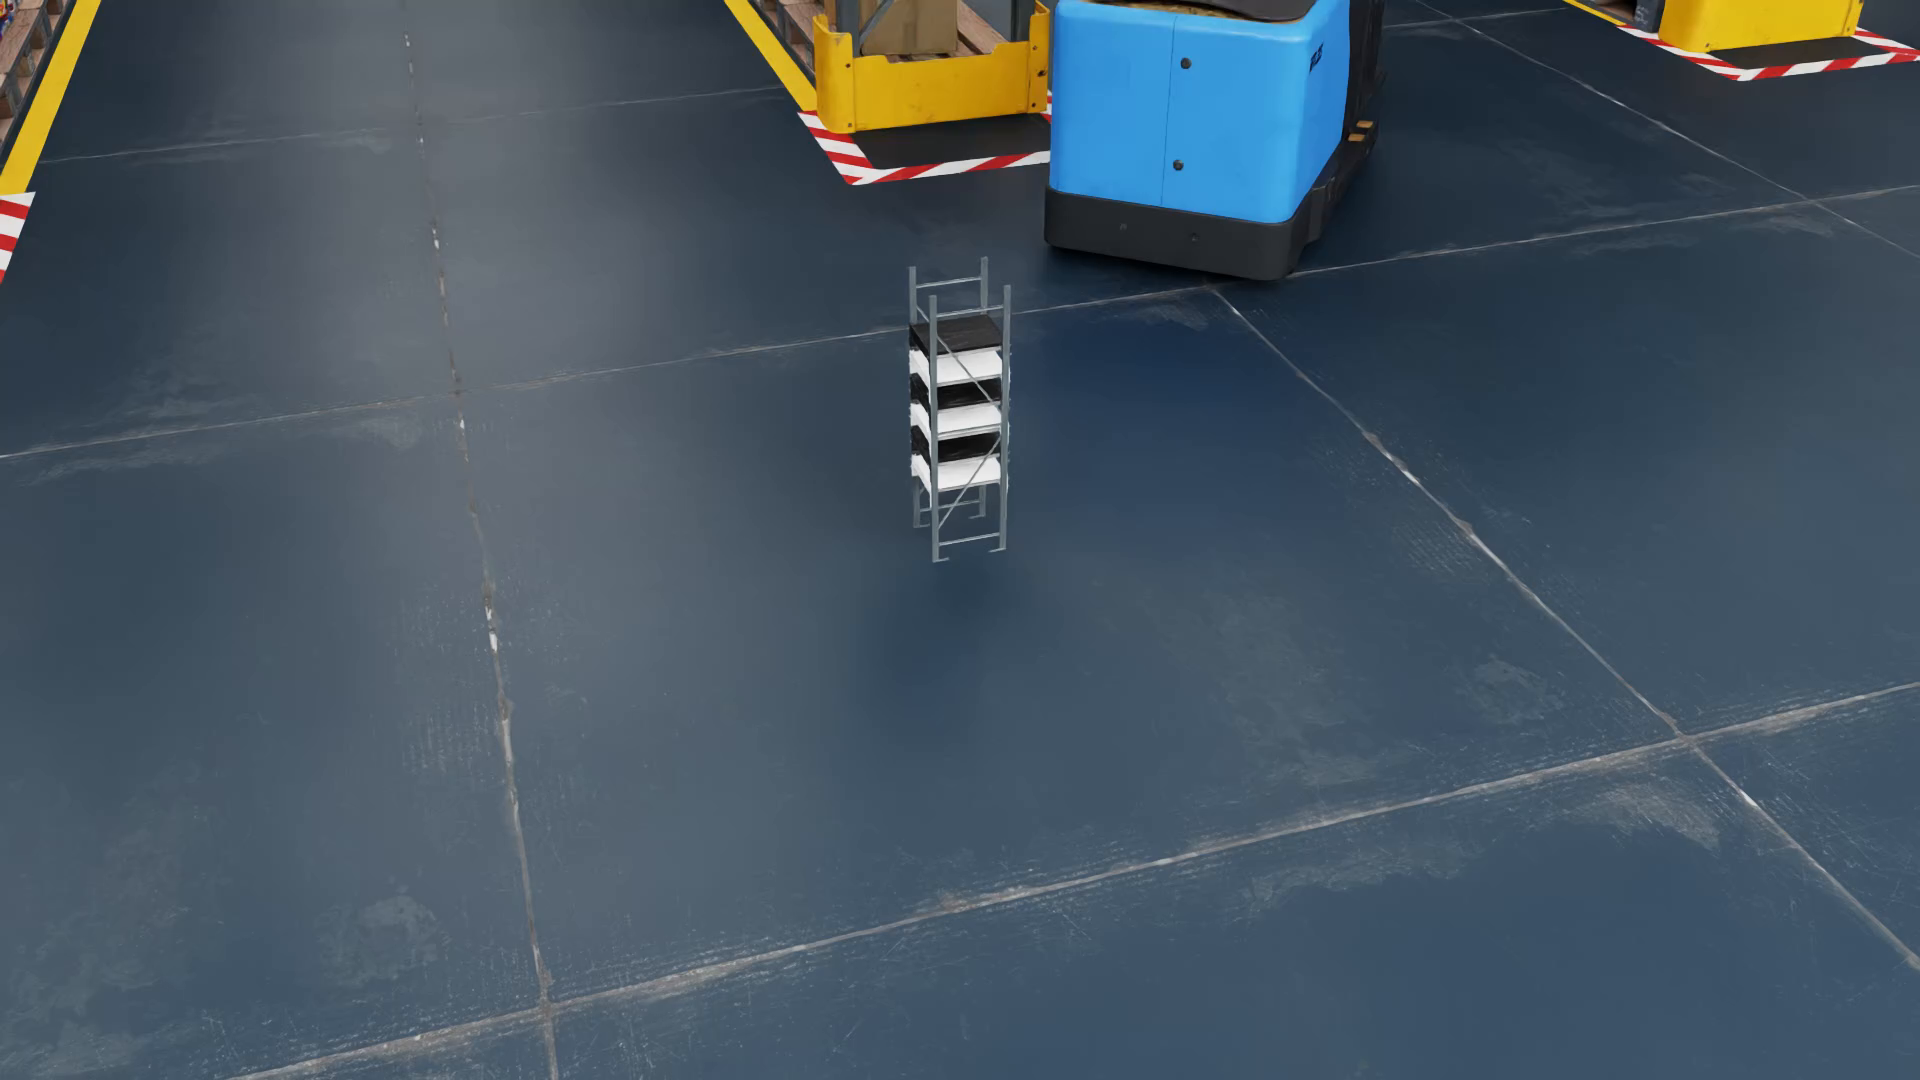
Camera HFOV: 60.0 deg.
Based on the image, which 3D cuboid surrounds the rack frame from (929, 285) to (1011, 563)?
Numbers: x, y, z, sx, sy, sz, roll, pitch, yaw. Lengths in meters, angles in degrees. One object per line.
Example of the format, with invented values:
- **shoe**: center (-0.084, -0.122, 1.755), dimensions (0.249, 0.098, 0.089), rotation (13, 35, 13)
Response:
- **rack frame**: center (0.029, -0.326, 4.928), dimensions (0.240, 0.900, 0.006), rotation (-10, 35, -15)

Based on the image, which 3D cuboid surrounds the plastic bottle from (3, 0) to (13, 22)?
- **plastic bottle**: center (-5.286, -2.981, 9.117), dimensions (0.097, 0.271, 0.097), rotation (0, 33, 0)

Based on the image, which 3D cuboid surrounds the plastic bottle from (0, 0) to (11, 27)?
- **plastic bottle**: center (-5.255, -2.898, 9.054), dimensions (0.097, 0.201, 0.097), rotation (0, 33, 0)

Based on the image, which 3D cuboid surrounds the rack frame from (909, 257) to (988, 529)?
- **rack frame**: center (-0.033, -0.433, 5.089), dimensions (0.240, 0.900, 0.006), rotation (-10, 35, -15)

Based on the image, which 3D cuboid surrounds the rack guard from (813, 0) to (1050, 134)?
- **rack guard**: center (-0.139, -2.423, 8.463), dimensions (1.175, 0.500, 0.348), rotation (-10, 35, -15)

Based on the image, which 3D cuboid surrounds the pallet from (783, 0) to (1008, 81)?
- **pallet**: center (-0.354, -2.735, 9.197), dimensions (1.003, 0.211, 1.213), rotation (-10, 35, -15)

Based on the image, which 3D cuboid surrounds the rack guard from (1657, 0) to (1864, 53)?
- **rack guard**: center (4.645, -3.151, 9.566), dimensions (1.175, 0.500, 0.348), rotation (-10, 35, -15)

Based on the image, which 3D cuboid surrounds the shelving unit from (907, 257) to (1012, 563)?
- **shelving unit**: center (-0.002, -0.380, 5.008), dimensions (0.258, 0.900, 0.210), rotation (-10, 35, -15)

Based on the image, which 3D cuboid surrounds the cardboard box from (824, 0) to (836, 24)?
- **cardboard box**: center (-0.506, -3.197, 9.254), dimensions (0.500, 0.500, 0.500), rotation (-1, 33, -2)

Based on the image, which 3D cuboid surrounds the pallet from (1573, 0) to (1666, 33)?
- **pallet**: center (4.320, -3.450, 10.280), dimensions (1.003, 0.211, 1.213), rotation (-10, 35, -15)

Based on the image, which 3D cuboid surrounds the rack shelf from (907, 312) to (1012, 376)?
- **rack shelf**: center (-0.002, -0.577, 4.878), dimensions (0.258, 0.077, 0.200), rotation (-10, 35, -15)

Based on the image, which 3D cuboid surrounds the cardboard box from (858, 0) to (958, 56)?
- **cardboard box**: center (-0.291, -2.889, 8.787), dimensions (0.500, 0.500, 0.500), rotation (-4, 34, -6)

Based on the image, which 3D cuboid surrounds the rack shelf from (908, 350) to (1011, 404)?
- **rack shelf**: center (-0.002, -0.502, 4.928), dimensions (0.258, 0.077, 0.200), rotation (-10, 35, -15)

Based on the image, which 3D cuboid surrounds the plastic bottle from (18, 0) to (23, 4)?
- **plastic bottle**: center (-5.425, -3.211, 9.393), dimensions (0.144, 0.351, 0.185), rotation (-10, 35, -15)

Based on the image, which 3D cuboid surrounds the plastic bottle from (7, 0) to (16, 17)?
- **plastic bottle**: center (-5.317, -3.006, 9.217), dimensions (0.097, 0.201, 0.097), rotation (0, 33, 0)

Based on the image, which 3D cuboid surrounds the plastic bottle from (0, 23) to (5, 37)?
- **plastic bottle**: center (-5.194, -2.822, 8.876), dimensions (0.097, 0.271, 0.097), rotation (0, 33, 0)

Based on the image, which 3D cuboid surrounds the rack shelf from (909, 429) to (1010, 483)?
- **rack shelf**: center (-0.002, -0.277, 5.076), dimensions (0.258, 0.077, 0.200), rotation (-10, 35, -15)

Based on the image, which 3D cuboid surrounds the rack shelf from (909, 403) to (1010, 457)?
- **rack shelf**: center (-0.002, -0.352, 5.027), dimensions (0.258, 0.077, 0.200), rotation (-10, 35, -15)

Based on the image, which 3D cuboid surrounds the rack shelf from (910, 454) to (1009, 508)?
- **rack shelf**: center (-0.002, -0.202, 5.126), dimensions (0.258, 0.077, 0.200), rotation (-10, 35, -15)

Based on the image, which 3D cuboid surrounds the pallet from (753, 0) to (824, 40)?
- **pallet**: center (-0.722, -3.374, 10.165), dimensions (1.003, 0.211, 1.213), rotation (-10, 35, -15)

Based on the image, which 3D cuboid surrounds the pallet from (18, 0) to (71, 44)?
- **pallet**: center (-5.888, -3.170, 9.856), dimensions (1.003, 0.211, 1.213), rotation (-10, 35, -15)

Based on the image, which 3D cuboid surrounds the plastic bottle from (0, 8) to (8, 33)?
- **plastic bottle**: center (-5.225, -2.875, 8.956), dimensions (0.097, 0.271, 0.097), rotation (0, 33, 0)

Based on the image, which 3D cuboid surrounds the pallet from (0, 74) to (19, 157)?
- **pallet**: center (-5.144, -1.889, 7.917), dimensions (1.003, 0.211, 1.213), rotation (-10, 35, -15)

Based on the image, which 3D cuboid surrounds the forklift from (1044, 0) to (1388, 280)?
- **forklift**: center (1.388, -3.072, 7.241), dimensions (1.130, 2.935, 3.031), rotation (13, 36, 19)

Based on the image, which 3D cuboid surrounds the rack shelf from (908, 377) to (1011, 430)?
- **rack shelf**: center (-0.002, -0.427, 4.977), dimensions (0.258, 0.077, 0.200), rotation (-10, 35, -15)

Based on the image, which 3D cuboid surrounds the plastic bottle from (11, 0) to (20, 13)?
- **plastic bottle**: center (-5.380, -3.094, 9.283), dimensions (0.152, 0.276, 0.135), rotation (-9, 35, -14)

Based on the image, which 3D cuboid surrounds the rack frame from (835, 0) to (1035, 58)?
- **rack frame**: center (-0.116, -3.426, 7.714), dimensions (1.000, 3.000, 0.127), rotation (-10, 35, -15)

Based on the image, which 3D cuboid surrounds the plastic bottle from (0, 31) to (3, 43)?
- **plastic bottle**: center (-5.141, -2.769, 8.785), dimensions (0.061, 0.283, 0.133), rotation (-9, 35, -14)

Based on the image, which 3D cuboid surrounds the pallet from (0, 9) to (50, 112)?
- **pallet**: center (-5.512, -2.528, 8.885), dimensions (1.003, 0.211, 1.213), rotation (-10, 35, -15)
